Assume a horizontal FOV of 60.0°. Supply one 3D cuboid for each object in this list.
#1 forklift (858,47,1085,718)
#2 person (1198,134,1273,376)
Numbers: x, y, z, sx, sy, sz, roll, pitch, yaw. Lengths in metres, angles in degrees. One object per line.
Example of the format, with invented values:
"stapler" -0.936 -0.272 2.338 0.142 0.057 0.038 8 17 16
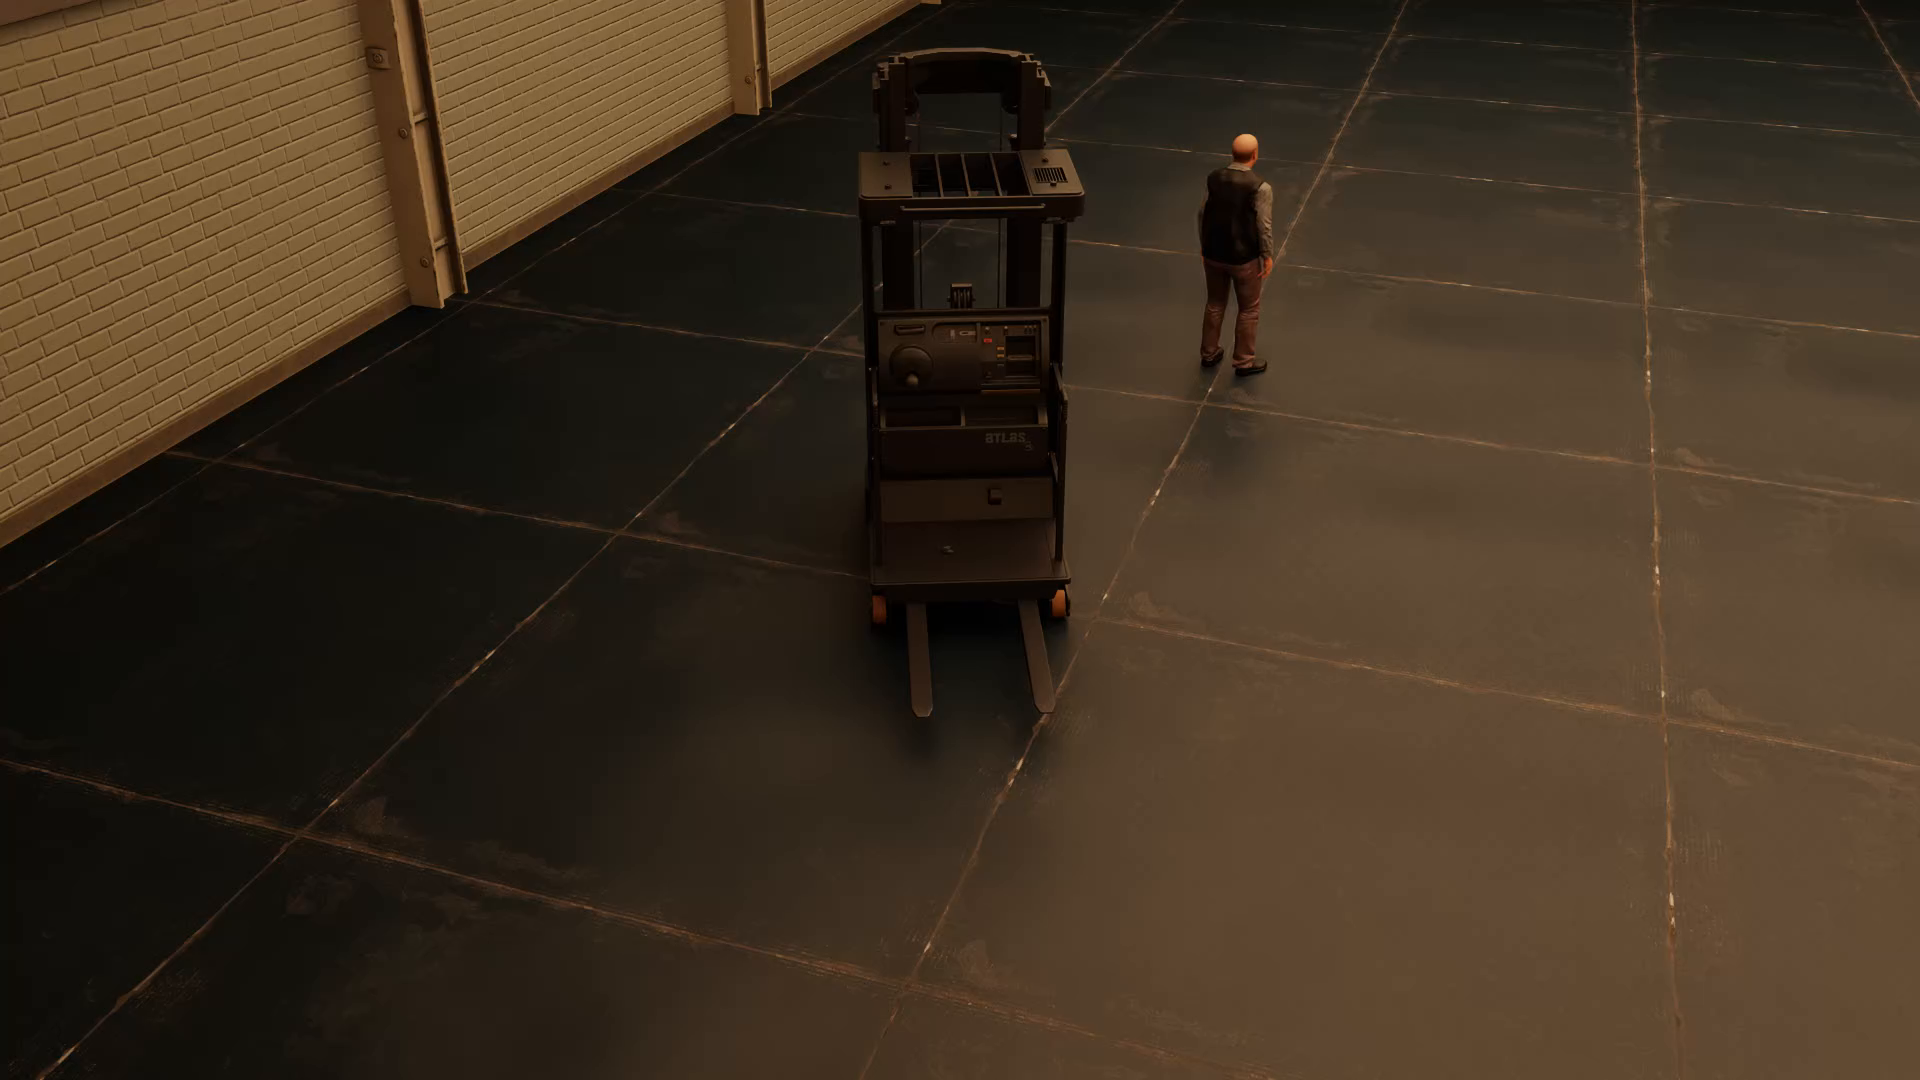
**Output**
"forklift" 0.035 -0.972 8.842 1.130 2.935 3.031 -2 30 -3
"person" 1.959 -2.037 11.932 0.581 1.721 0.413 21 36 33
